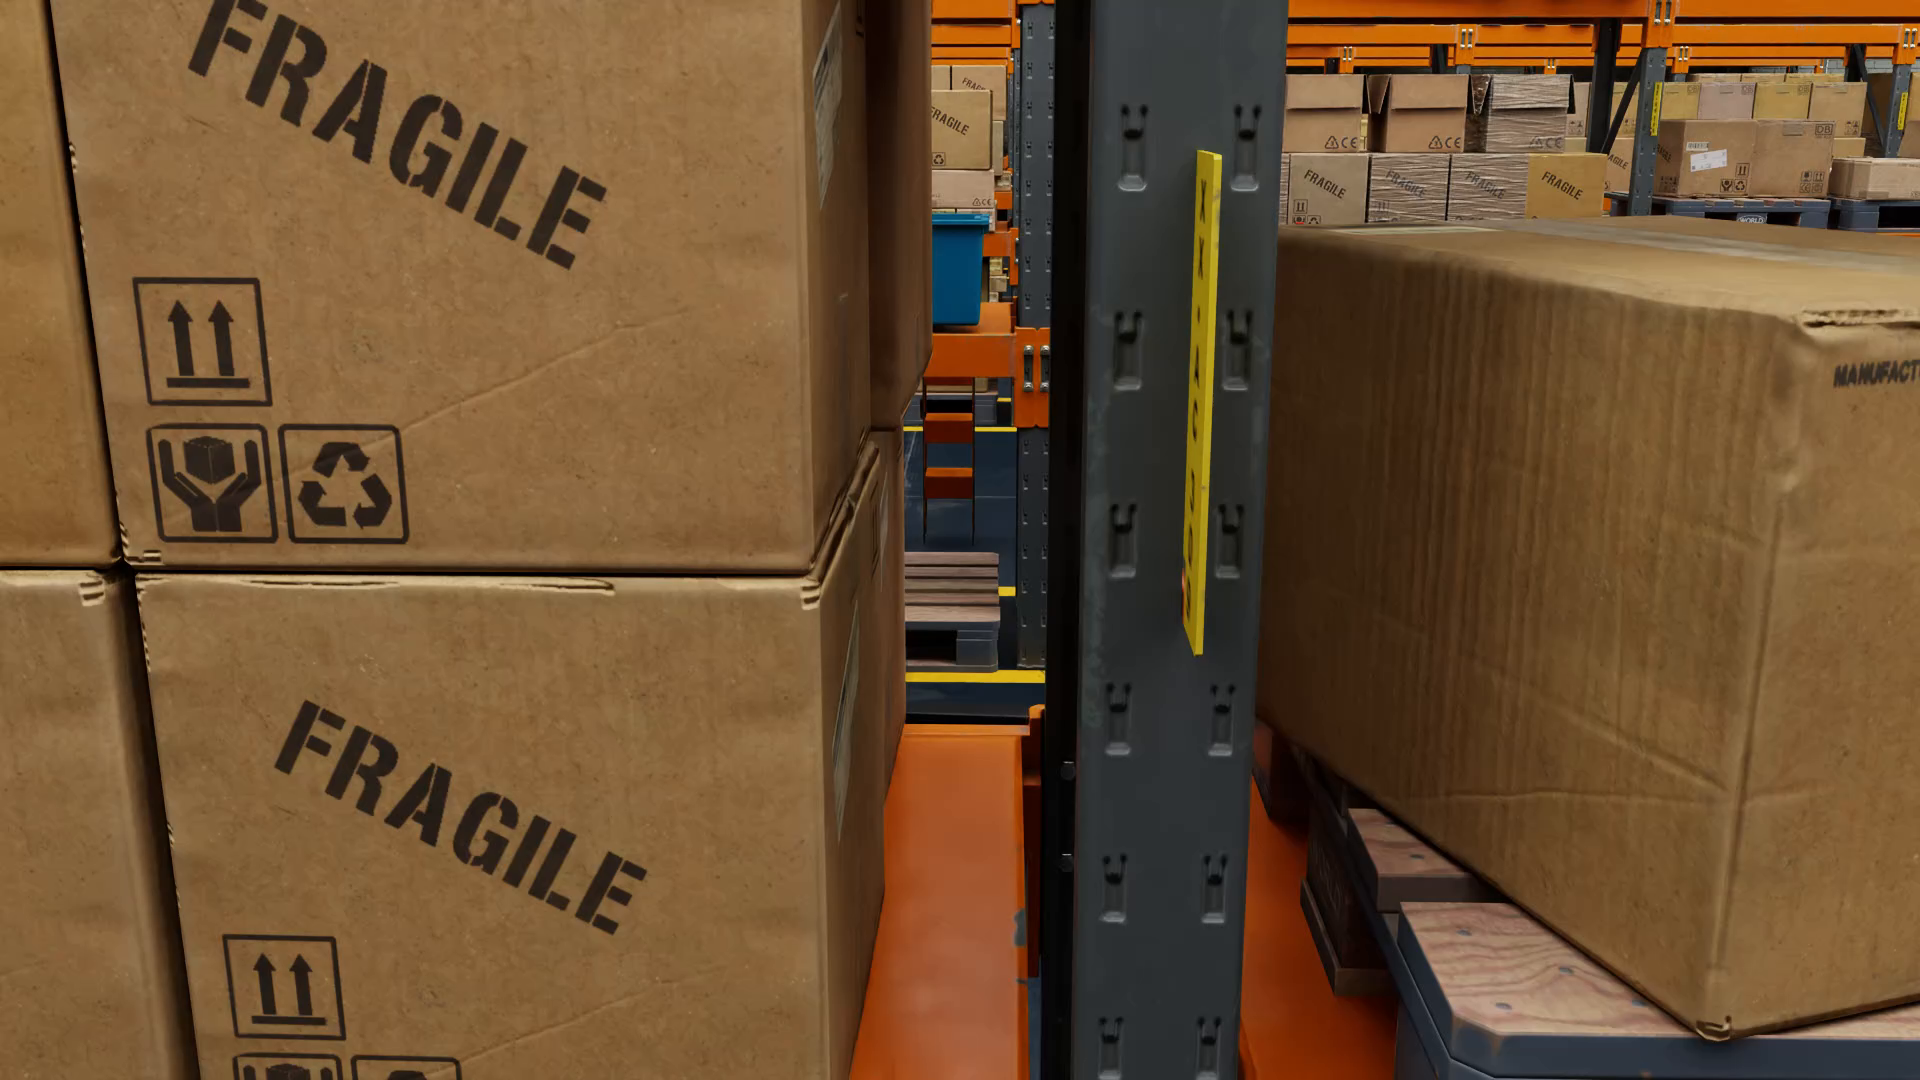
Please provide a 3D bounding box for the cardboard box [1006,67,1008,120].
[{"bbox_3d":[0.205,-4.343,16.180,0.500,0.500,0.500,1,15,3],"label":"cardboard box"}]

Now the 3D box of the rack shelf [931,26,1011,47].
[{"bbox_3d":[-1.349,-4.717,15.870,4.000,0.370,1.077,0,15,1],"label":"rack shelf"}]

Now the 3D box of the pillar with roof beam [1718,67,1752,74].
[{"bbox_3d":[12.012,-8.090,21.363,0.400,9.000,9.100,0,15,1],"label":"pillar with roof beam"}]

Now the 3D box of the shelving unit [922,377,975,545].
[{"bbox_3d":[-0.054,-0.508,8.207,0.252,1.050,0.215,0,15,1],"label":"shelving unit"}]

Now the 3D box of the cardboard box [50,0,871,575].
[{"bbox_3d":[-0.346,-0.280,1.367,0.500,0.500,0.500,0,15,2],"label":"cardboard box"}]

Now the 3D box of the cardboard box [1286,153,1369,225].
[{"bbox_3d":[2.396,-2.311,11.022,0.500,0.500,0.500,1,15,2],"label":"cardboard box"}]

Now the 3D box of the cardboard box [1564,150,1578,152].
[{"bbox_3d":[3.942,-2.432,11.484,0.500,0.500,0.500,1,15,3],"label":"cardboard box"}]

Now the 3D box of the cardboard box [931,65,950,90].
[{"bbox_3d":[-0.343,-4.214,15.691,0.500,0.500,0.500,0,15,0],"label":"cardboard box"}]

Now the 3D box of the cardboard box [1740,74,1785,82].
[{"bbox_3d":[9.617,-5.421,20.269,0.500,0.500,0.700,0,15,2],"label":"cardboard box"}]

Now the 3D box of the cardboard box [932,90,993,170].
[{"bbox_3d":[-0.044,-2.706,10.959,0.500,0.500,0.500,1,15,3],"label":"cardboard box"}]

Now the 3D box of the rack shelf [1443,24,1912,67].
[{"bbox_3d":[6.648,-4.665,15.673,4.000,0.370,1.077,0,15,1],"label":"rack shelf"}]

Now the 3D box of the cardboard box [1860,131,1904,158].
[{"bbox_3d":[9.017,-3.623,15.898,0.550,0.550,0.875,0,15,1],"label":"cardboard box"}]

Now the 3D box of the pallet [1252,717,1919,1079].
[{"bbox_3d":[0.962,0.315,1.644,1.213,0.211,1.003,0,15,1],"label":"pallet"}]

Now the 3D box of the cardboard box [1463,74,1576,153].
[{"bbox_3d":[3.691,-2.854,11.114,0.637,0.503,0.797,1,15,3],"label":"cardboard box"}]

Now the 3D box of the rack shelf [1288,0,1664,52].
[{"bbox_3d":[2.422,-3.427,10.980,4.000,0.370,1.077,0,15,1],"label":"rack shelf"}]

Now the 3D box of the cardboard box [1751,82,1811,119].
[{"bbox_3d":[7.637,-4.086,15.791,0.500,0.500,0.700,0,15,0],"label":"cardboard box"}]

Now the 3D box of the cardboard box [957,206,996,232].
[{"bbox_3d":[0.109,-2.135,11.043,0.250,0.149,0.380,0,15,2],"label":"cardboard box"}]

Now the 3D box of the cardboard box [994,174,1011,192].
[{"bbox_3d":[0.359,-3.423,15.925,0.250,0.149,0.380,0,15,1],"label":"cardboard box"}]

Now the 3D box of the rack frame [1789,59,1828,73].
[{"bbox_3d":[12.795,-6.053,25.401,0.127,3.000,1.000,0,15,1],"label":"rack frame"}]

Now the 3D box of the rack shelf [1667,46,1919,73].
[{"bbox_3d":[10.672,-5.902,20.361,4.000,0.370,1.077,0,15,1],"label":"rack shelf"}]

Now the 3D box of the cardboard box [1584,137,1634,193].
[{"bbox_3d":[6.103,-3.546,15.706,0.500,0.500,0.500,0,15,1],"label":"cardboard box"}]

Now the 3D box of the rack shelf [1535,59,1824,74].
[{"bbox_3d":[10.795,-7.168,25.159,4.000,0.370,1.077,0,15,1],"label":"rack shelf"}]

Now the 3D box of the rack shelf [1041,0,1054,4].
[{"bbox_3d":[2.295,-2.164,6.192,4.000,0.370,1.077,0,15,1],"label":"rack shelf"}]

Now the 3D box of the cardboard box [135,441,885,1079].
[{"bbox_3d":[-0.340,0.203,1.496,0.500,0.500,0.500,1,15,2],"label":"cardboard box"}]

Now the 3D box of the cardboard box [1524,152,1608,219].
[{"bbox_3d":[3.922,-2.300,10.981,0.500,0.500,0.500,1,15,3],"label":"cardboard box"}]

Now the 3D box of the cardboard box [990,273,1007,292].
[{"bbox_3d":[0.327,-2.491,16.085,0.250,0.149,0.380,1,15,3],"label":"cardboard box"}]

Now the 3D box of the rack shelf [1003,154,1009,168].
[{"bbox_3d":[-1.201,-5.796,25.838,4.000,0.370,1.077,0,15,1],"label":"rack shelf"}]

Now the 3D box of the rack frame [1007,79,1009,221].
[{"bbox_3d":[0.799,-6.131,25.697,0.127,3.000,1.000,0,15,1],"label":"rack frame"}]

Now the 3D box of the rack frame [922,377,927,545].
[{"bbox_3d":[-0.175,-0.509,8.210,0.008,1.050,0.200,0,15,1],"label":"rack frame"}]

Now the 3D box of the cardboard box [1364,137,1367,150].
[{"bbox_3d":[3.877,-3.690,15.531,0.250,0.149,0.380,1,15,4],"label":"cardboard box"}]

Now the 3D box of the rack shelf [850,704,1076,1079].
[{"bbox_3d":[-1.834,0.524,1.886,4.000,0.370,1.077,0,15,1],"label":"rack shelf"}]

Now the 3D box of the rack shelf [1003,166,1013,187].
[{"bbox_3d":[-1.324,-4.530,21.040,4.000,0.370,1.077,0,15,1],"label":"rack shelf"}]

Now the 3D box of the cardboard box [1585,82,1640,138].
[{"bbox_3d":[6.116,-4.096,15.830,0.500,0.500,0.700,0,15,1],"label":"cardboard box"}]

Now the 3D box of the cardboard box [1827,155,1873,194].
[{"bbox_3d":[6.095,-2.508,11.405,0.258,0.266,0.396,0,15,0],"label":"cardboard box"}]

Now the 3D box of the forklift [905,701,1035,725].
[{"bbox_3d":[-0.828,-0.592,4.838,3.031,2.935,1.130,1,15,5],"label":"forklift"}]

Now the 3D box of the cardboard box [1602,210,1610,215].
[{"bbox_3d":[9.775,-5.109,25.412,0.500,0.250,0.500,0,15,1],"label":"cardboard box"}]

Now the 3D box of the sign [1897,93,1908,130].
[{"bbox_3d":[8.644,-3.933,15.252,0.005,0.325,0.100,0,15,1],"label":"sign"}]

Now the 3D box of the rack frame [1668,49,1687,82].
[{"bbox_3d":[8.673,-4.813,20.702,0.127,3.000,1.000,0,15,1],"label":"rack frame"}]

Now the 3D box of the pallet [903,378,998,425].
[{"bbox_3d":[-0.336,-1.014,11.770,1.213,0.211,1.003,0,15,1],"label":"pallet"}]

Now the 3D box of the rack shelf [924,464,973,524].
[{"bbox_3d":[-0.054,-0.229,8.281,0.240,0.259,0.215,0,15,1],"label":"rack shelf"}]
